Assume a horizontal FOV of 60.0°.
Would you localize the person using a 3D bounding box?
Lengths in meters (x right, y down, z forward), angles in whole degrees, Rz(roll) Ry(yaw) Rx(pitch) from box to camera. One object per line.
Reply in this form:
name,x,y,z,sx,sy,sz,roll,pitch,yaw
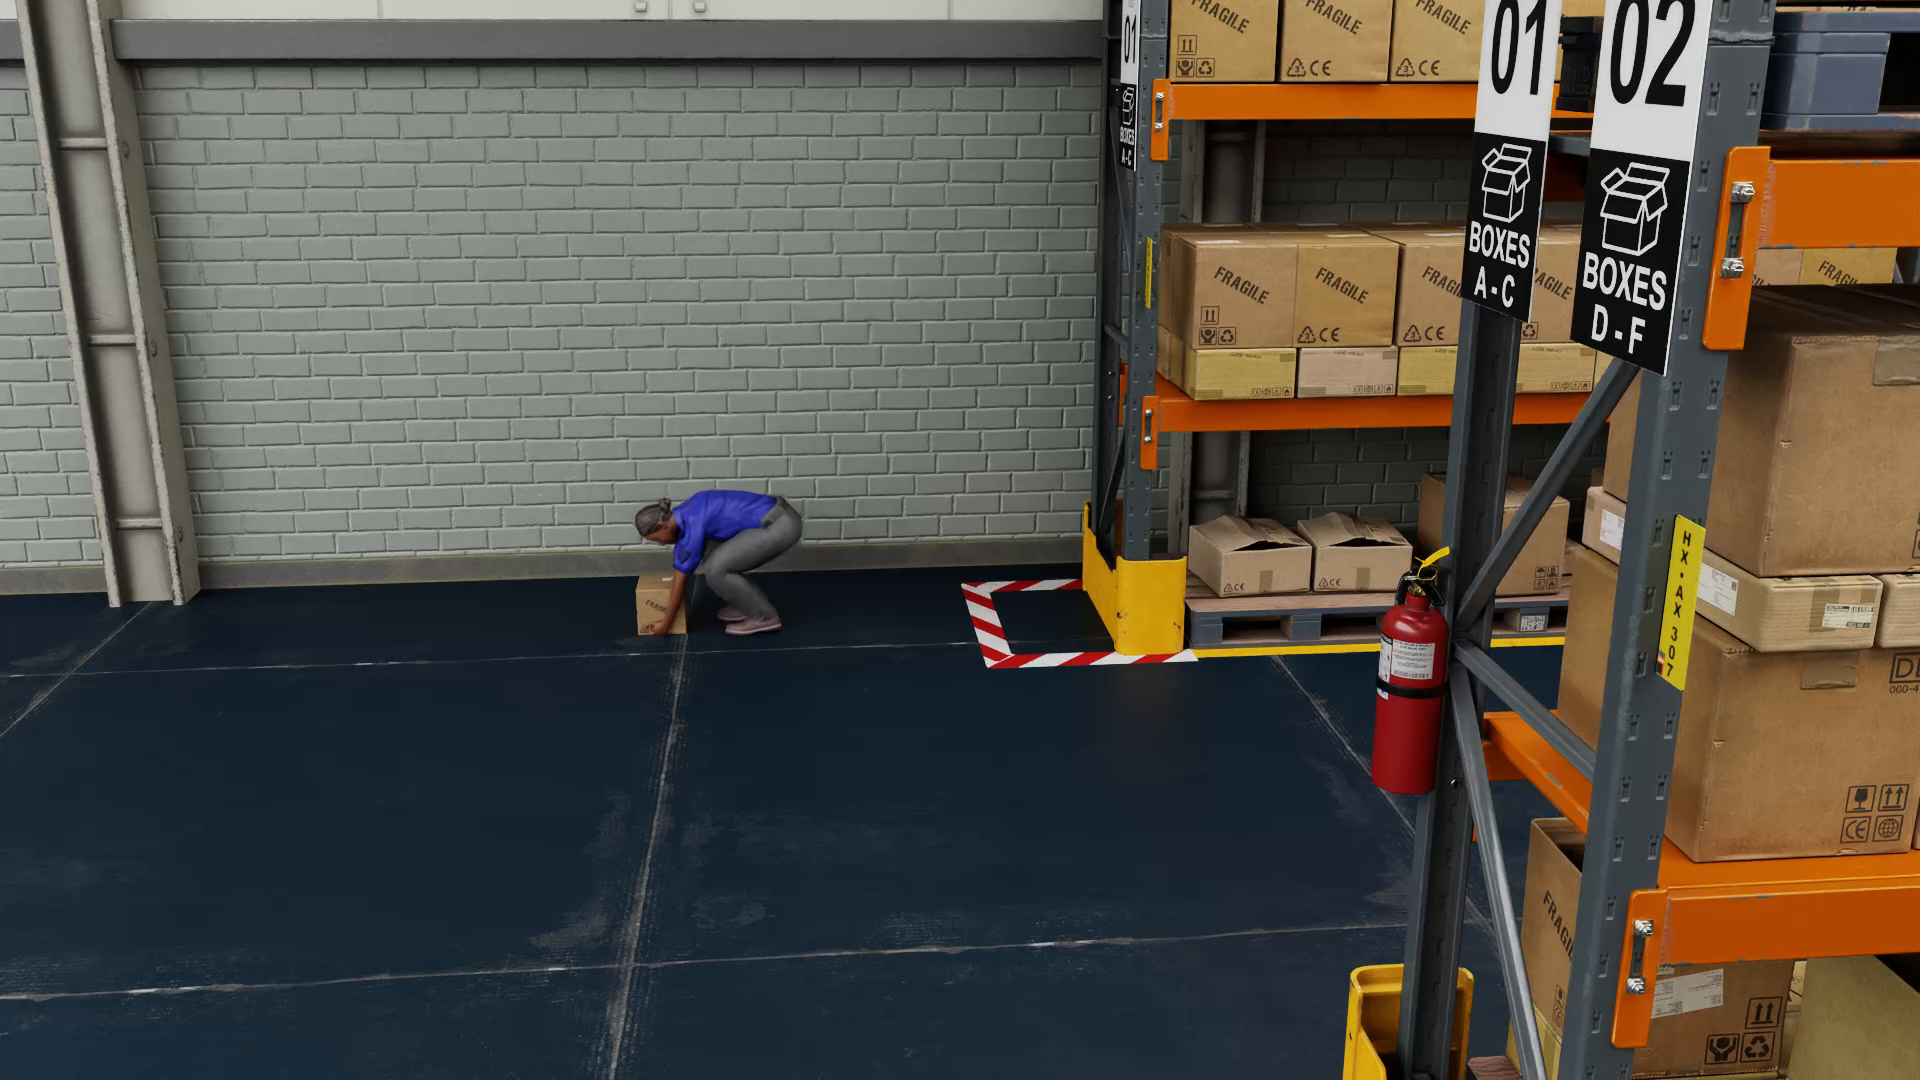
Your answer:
person,-1.164,-0.330,8.657,0.511,1.657,0.412,-2,17,-7
